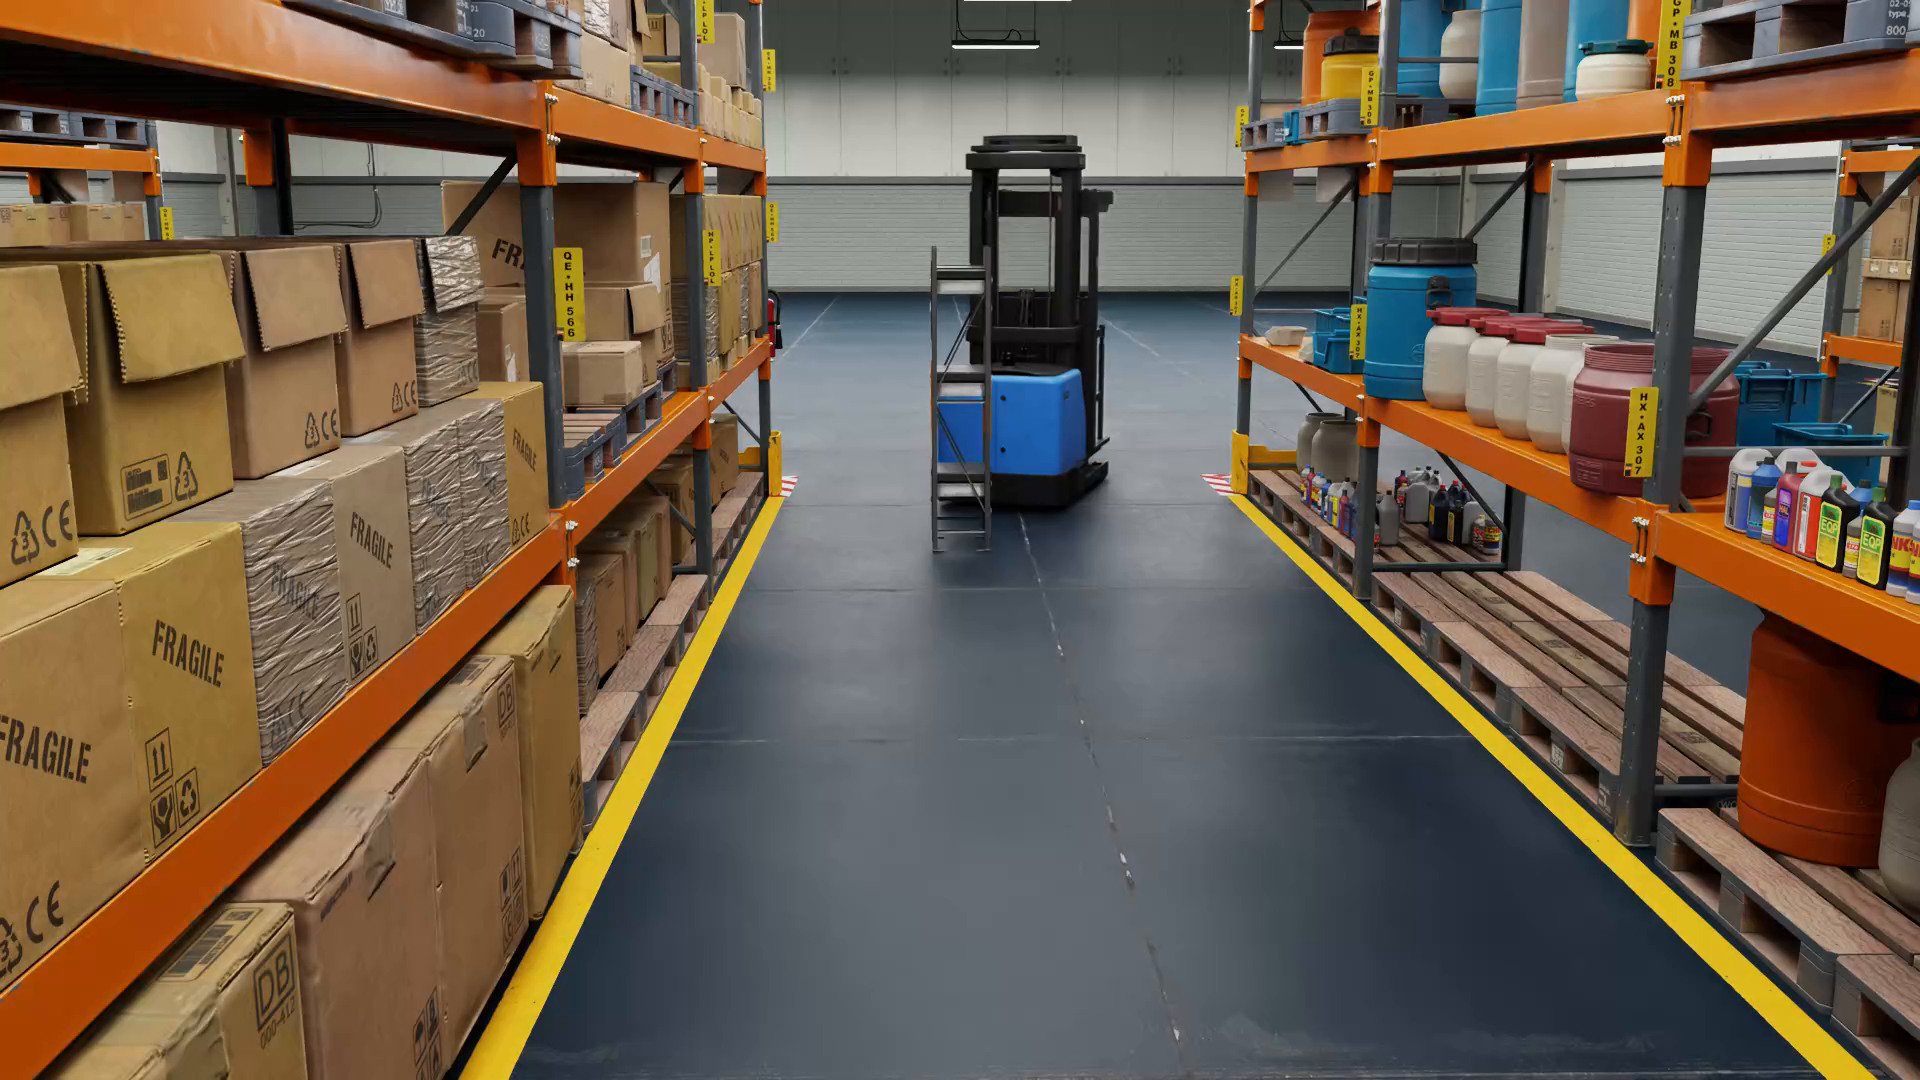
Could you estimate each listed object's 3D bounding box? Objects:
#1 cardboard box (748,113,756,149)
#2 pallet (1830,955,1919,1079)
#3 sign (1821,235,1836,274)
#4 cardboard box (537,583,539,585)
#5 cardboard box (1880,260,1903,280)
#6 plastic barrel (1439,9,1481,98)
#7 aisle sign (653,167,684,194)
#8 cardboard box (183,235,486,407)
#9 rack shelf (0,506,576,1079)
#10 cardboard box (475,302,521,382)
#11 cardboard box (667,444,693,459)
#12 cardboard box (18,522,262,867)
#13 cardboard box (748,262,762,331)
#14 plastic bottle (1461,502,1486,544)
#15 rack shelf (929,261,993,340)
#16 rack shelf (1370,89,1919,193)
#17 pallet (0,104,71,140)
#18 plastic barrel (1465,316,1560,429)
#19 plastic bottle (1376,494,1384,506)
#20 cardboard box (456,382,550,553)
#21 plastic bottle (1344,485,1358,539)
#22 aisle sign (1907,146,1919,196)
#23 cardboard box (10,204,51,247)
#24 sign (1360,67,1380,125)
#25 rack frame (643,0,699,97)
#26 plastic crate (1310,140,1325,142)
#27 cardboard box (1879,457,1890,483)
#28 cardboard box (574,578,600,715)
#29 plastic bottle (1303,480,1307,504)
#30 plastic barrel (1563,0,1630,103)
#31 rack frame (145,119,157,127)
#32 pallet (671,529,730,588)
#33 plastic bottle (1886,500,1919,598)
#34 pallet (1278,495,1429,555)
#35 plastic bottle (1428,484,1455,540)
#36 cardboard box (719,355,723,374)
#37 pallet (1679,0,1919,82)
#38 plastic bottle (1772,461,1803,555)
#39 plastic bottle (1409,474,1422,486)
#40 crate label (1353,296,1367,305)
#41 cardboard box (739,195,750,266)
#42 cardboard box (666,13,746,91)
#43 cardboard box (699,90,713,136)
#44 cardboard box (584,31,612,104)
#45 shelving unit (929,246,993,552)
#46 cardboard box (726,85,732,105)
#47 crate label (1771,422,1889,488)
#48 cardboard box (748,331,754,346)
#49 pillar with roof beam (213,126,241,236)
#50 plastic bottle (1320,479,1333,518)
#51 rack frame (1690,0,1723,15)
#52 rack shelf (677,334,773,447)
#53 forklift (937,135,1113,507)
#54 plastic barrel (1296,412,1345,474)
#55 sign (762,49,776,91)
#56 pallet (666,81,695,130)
[{"bbox_3d":[-1.819,-3.087,12.563,0.500,0.250,0.500,0,11,-1],"label":"cardboard box"},{"bbox_3d":[3.101,1.451,4.378,1.003,0.211,1.213,0,11,-1],"label":"pallet"},{"bbox_3d":[7.253,-2.386,13.901,0.100,0.325,0.005,0,11,-1],"label":"sign"},{"bbox_3d":[-1.975,0.215,6.750,0.500,0.250,0.500,0,11,1],"label":"cardboard box"},{"bbox_3d":[7.609,-2.160,13.278,0.380,0.149,0.250,-1,11,-3],"label":"cardboard box"},{"bbox_3d":[3.126,-2.927,10.059,0.421,0.512,0.421,0,11,0],"label":"plastic barrel"},{"bbox_3d":[-2.398,-3.169,13.599,0.394,0.787,0.004,0,11,-1],"label":"aisle sign"},{"bbox_3d":[-1.932,-0.689,5.138,0.797,0.503,0.637,0,11,1],"label":"cardboard box"},{"bbox_3d":[-1.890,0.456,4.076,1.077,0.370,4.000,0,11,-1],"label":"rack shelf"},{"bbox_3d":[-1.982,-0.656,6.441,0.500,0.500,0.500,-2,12,-8],"label":"cardboard box"},{"bbox_3d":[-2.093,-0.387,11.651,0.500,0.500,0.500,-1,12,-6],"label":"cardboard box"},{"bbox_3d":[-1.619,0.260,2.983,0.500,0.500,0.500,0,11,-1],"label":"cardboard box"},{"bbox_3d":[-1.982,-1.871,12.737,0.875,0.500,0.500,0,11,-1],"label":"cardboard box"},{"bbox_3d":[3.336,-0.120,10.848,0.152,0.276,0.135,0,11,1],"label":"plastic bottle"},{"bbox_3d":[0.003,-1.669,11.552,0.431,0.518,0.480,0,11,-1],"label":"rack shelf"},{"bbox_3d":[2.979,-1.829,7.798,1.077,0.370,4.000,0,11,-1],"label":"rack shelf"},{"bbox_3d":[-7.004,-2.920,11.587,1.003,0.211,1.213,0,11,-1],"label":"pallet"},{"bbox_3d":[2.754,-0.839,8.310,0.433,0.535,0.433,0,11,0],"label":"plastic barrel"},{"bbox_3d":[2.780,-0.161,11.052,0.152,0.276,0.135,0,11,-1],"label":"plastic bottle"},{"bbox_3d":[-1.673,-0.246,5.476,0.500,0.500,0.500,0,11,1],"label":"cardboard box"},{"bbox_3d":[2.633,-0.192,11.017,0.144,0.351,0.185,-1,11,-4],"label":"plastic bottle"},{"bbox_3d":[8.100,-3.213,13.812,0.394,0.787,0.004,0,11,-1],"label":"aisle sign"},{"bbox_3d":[-6.968,-2.087,11.710,0.875,0.550,0.500,0,11,-1],"label":"cardboard box"},{"bbox_3d":[2.388,-2.584,9.685,0.100,0.325,0.005,0,11,-1],"label":"sign"},{"bbox_3d":[-2.014,-4.029,9.287,1.000,3.000,0.127,0,11,-1],"label":"rack frame"},{"bbox_3d":[2.501,-2.768,11.276,0.243,0.136,0.396,0,11,-1],"label":"plastic crate"},{"bbox_3d":[7.610,-0.576,13.212,0.500,0.250,0.500,0,11,-1],"label":"cardboard box"},{"bbox_3d":[-1.989,0.472,7.368,0.700,0.500,0.500,-1,12,-6],"label":"cardboard box"},{"bbox_3d":[2.583,-0.367,12.254,0.097,0.201,0.097,0,11,0],"label":"plastic bottle"},{"bbox_3d":[3.193,-2.465,7.860,0.600,0.901,0.708,0,11,-1],"label":"plastic barrel"},{"bbox_3d":[-7.058,-4.824,13.205,1.000,3.000,0.127,0,11,-1],"label":"rack frame"},{"bbox_3d":[-2.063,0.144,10.818,1.003,0.211,1.213,0,11,-1],"label":"pallet"},{"bbox_3d":[2.699,0.023,4.723,0.097,0.271,0.097,0,11,0],"label":"plastic bottle"},{"bbox_3d":[2.938,-0.120,12.118,1.003,0.211,1.213,0,11,-1],"label":"pallet"},{"bbox_3d":[3.192,-0.189,11.000,0.144,0.351,0.185,0,11,-1],"label":"plastic bottle"},{"bbox_3d":[-1.757,-1.159,10.860,0.380,0.149,0.250,0,11,-1],"label":"cardboard box"},{"bbox_3d":[2.939,-1.539,5.034,1.003,0.211,1.213,0,11,-1],"label":"pallet"},{"bbox_3d":[2.668,-0.104,5.323,0.061,0.283,0.133,0,11,-1],"label":"plastic bottle"},{"bbox_3d":[3.312,-0.344,11.956,0.152,0.276,0.135,-1,11,-3],"label":"plastic bottle"},{"bbox_3d":[3.164,-1.557,12.102,0.502,0.435,0.616,0,11,-1],"label":"crate label"},{"bbox_3d":[-1.814,-2.262,12.150,0.500,0.500,0.500,0,11,-1],"label":"cardboard box"},{"bbox_3d":[-1.811,-3.487,11.902,0.500,0.500,0.500,0,11,-1],"label":"cardboard box"},{"bbox_3d":[-1.767,-2.576,10.046,0.500,0.250,0.500,-1,11,-3],"label":"cardboard box"},{"bbox_3d":[-1.697,-1.887,6.650,0.500,0.250,0.500,0,11,0],"label":"cardboard box"},{"bbox_3d":[0.003,-0.996,11.688,0.431,2.100,0.503,0,11,-1],"label":"shelving unit"},{"bbox_3d":[-1.800,-3.109,11.670,0.380,0.149,0.250,-1,11,-4],"label":"cardboard box"},{"bbox_3d":[3.387,-0.318,6.502,0.303,0.233,0.416,0,11,-1],"label":"crate label"},{"bbox_3d":[-1.823,-1.606,13.064,0.380,0.149,0.250,0,11,-1],"label":"cardboard box"},{"bbox_3d":[-14.169,-10.602,41.683,9.100,9.000,0.548,0,11,-1],"label":"pillar with roof beam"},{"bbox_3d":[2.595,-0.293,11.716,0.097,0.271,0.097,0,11,0],"label":"plastic bottle"},{"bbox_3d":[3.021,-3.255,5.468,1.000,3.000,0.127,0,11,-1],"label":"rack frame"},{"bbox_3d":[-2.055,-1.134,11.915,1.077,0.370,4.000,0,11,-1],"label":"rack shelf"},{"bbox_3d":[0.685,-1.945,14.274,1.130,2.935,3.031,3,12,15],"label":"forklift"},{"bbox_3d":[2.945,-0.761,13.466,0.421,0.512,0.421,0,11,0],"label":"plastic barrel"},{"bbox_3d":[-1.541,-3.787,13.408,0.100,0.325,0.005,0,11,-1],"label":"sign"},{"bbox_3d":[-2.108,-2.344,8.997,1.213,0.211,1.003,0,11,-1],"label":"pallet"}]
